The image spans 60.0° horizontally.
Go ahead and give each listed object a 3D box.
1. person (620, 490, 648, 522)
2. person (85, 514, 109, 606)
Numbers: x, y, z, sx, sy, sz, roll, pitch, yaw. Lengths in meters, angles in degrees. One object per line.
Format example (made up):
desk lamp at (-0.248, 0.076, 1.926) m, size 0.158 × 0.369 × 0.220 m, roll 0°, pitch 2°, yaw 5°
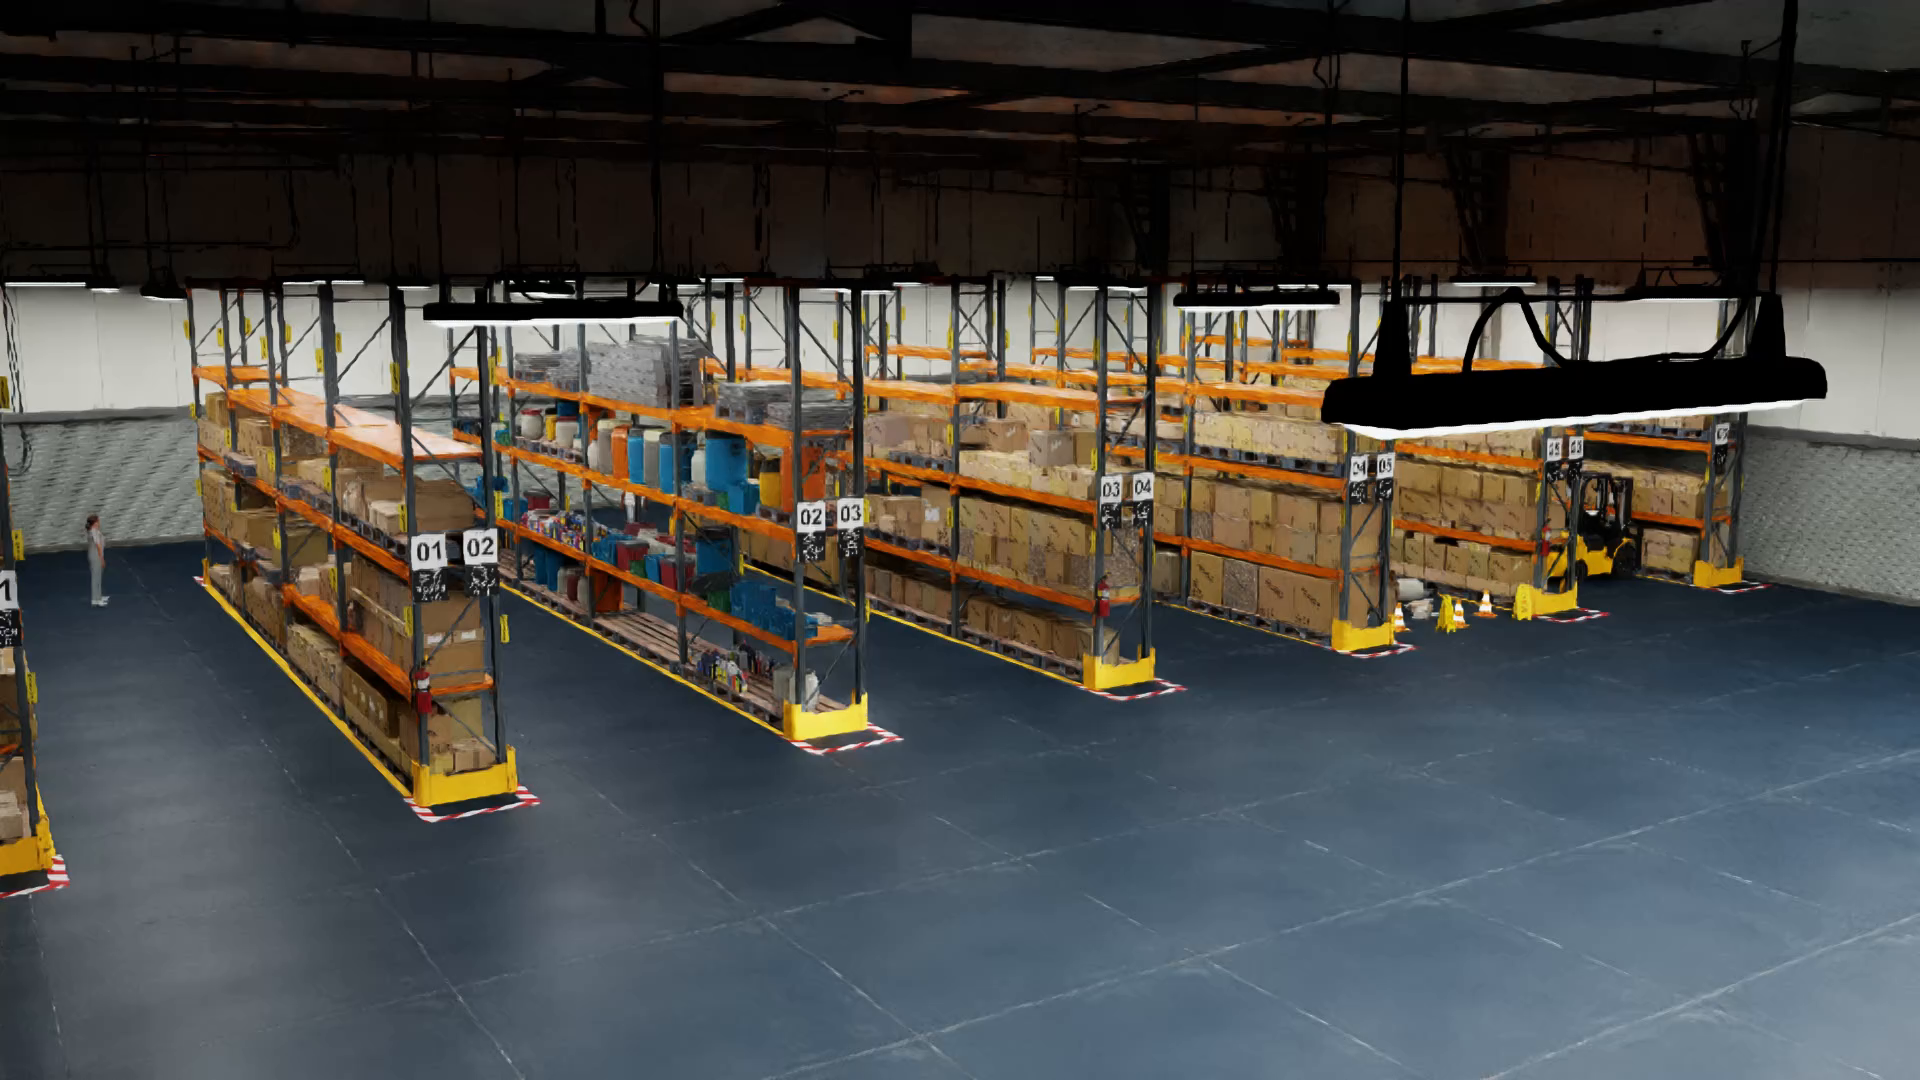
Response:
person at (-7.414, -0.862, 37.991) m, size 0.604 × 1.686 × 1.096 m, roll -4°, pitch 10°, yaw -23°
person at (-15.976, 0.367, 30.798) m, size 0.380 × 1.639 × 0.598 m, roll -8°, pitch 13°, yaw -41°
